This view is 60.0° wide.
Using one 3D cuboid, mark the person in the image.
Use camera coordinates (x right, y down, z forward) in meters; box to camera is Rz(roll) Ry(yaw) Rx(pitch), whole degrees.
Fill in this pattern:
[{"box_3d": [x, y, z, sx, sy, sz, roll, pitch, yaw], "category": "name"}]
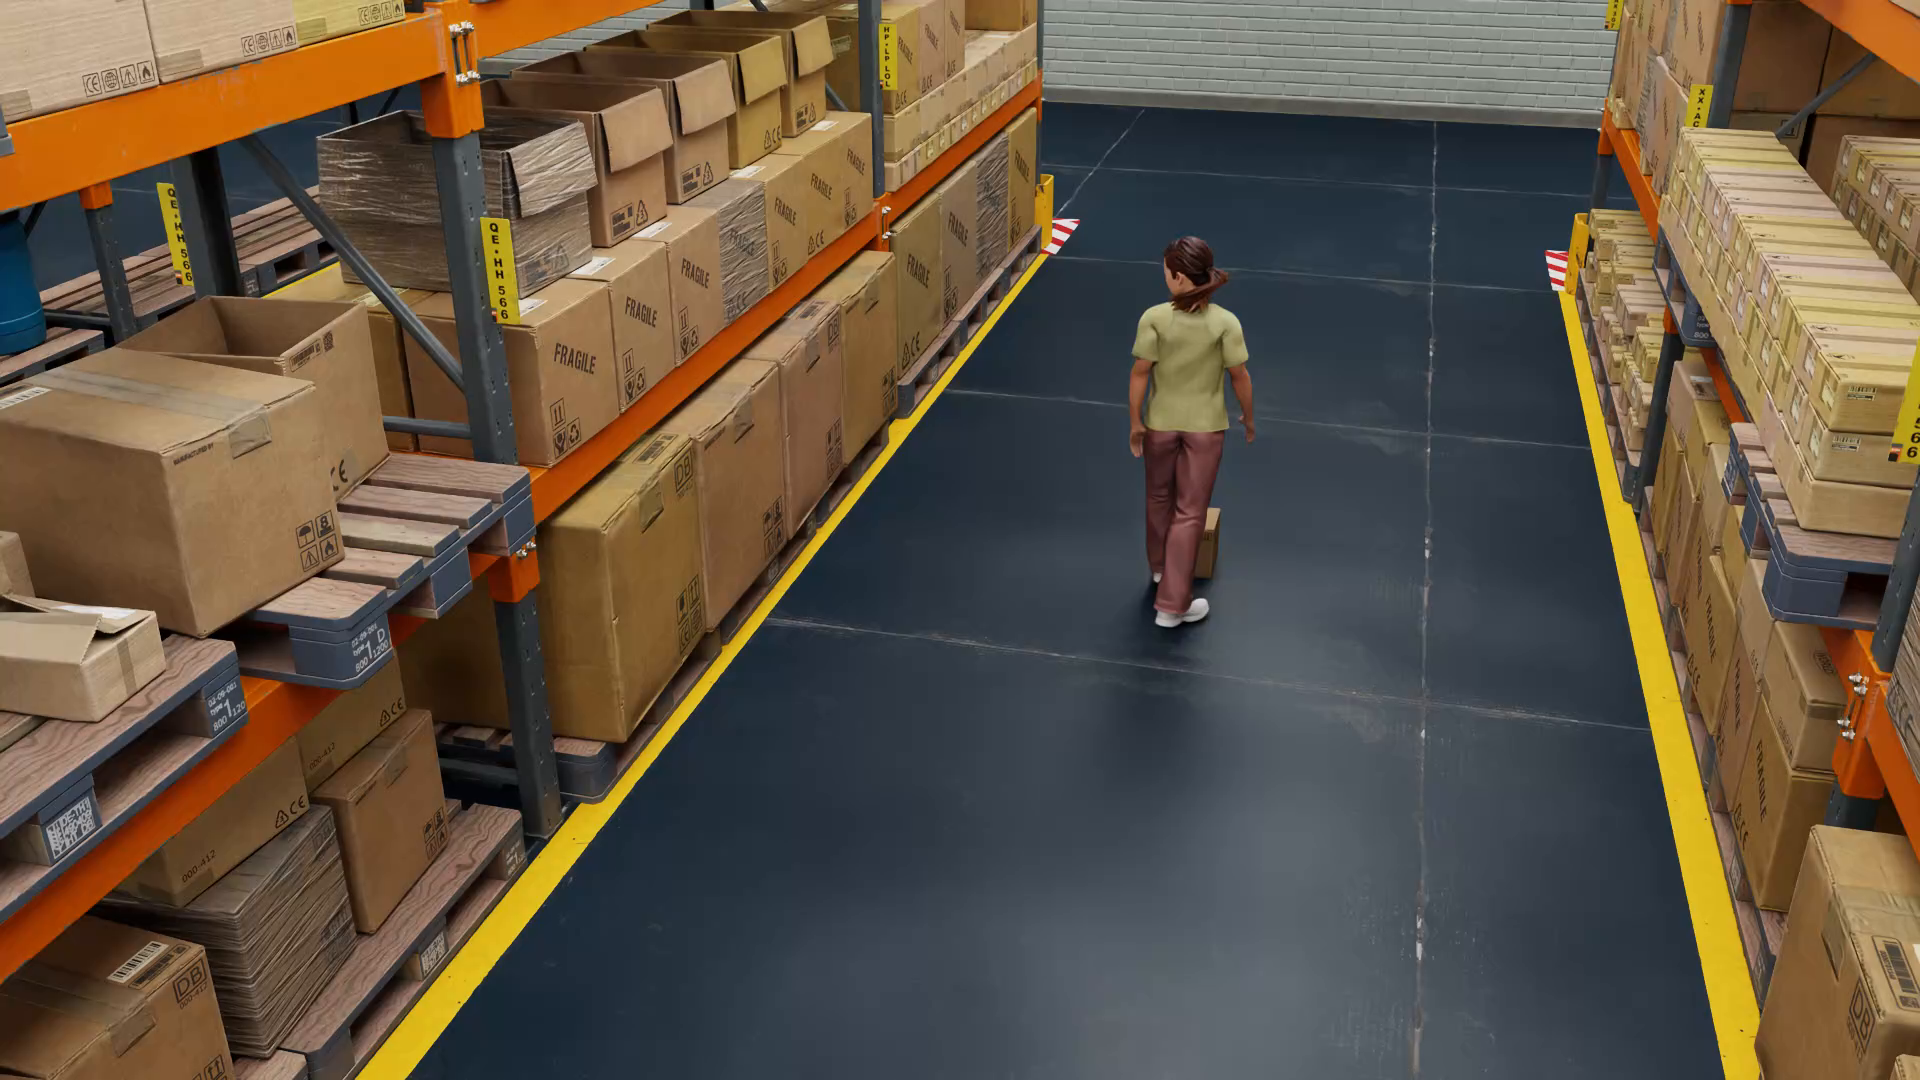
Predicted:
[{"box_3d": [1.004, -0.497, 7.108, 0.496, 1.662, 0.731, 9, 27, 19], "category": "person"}]
